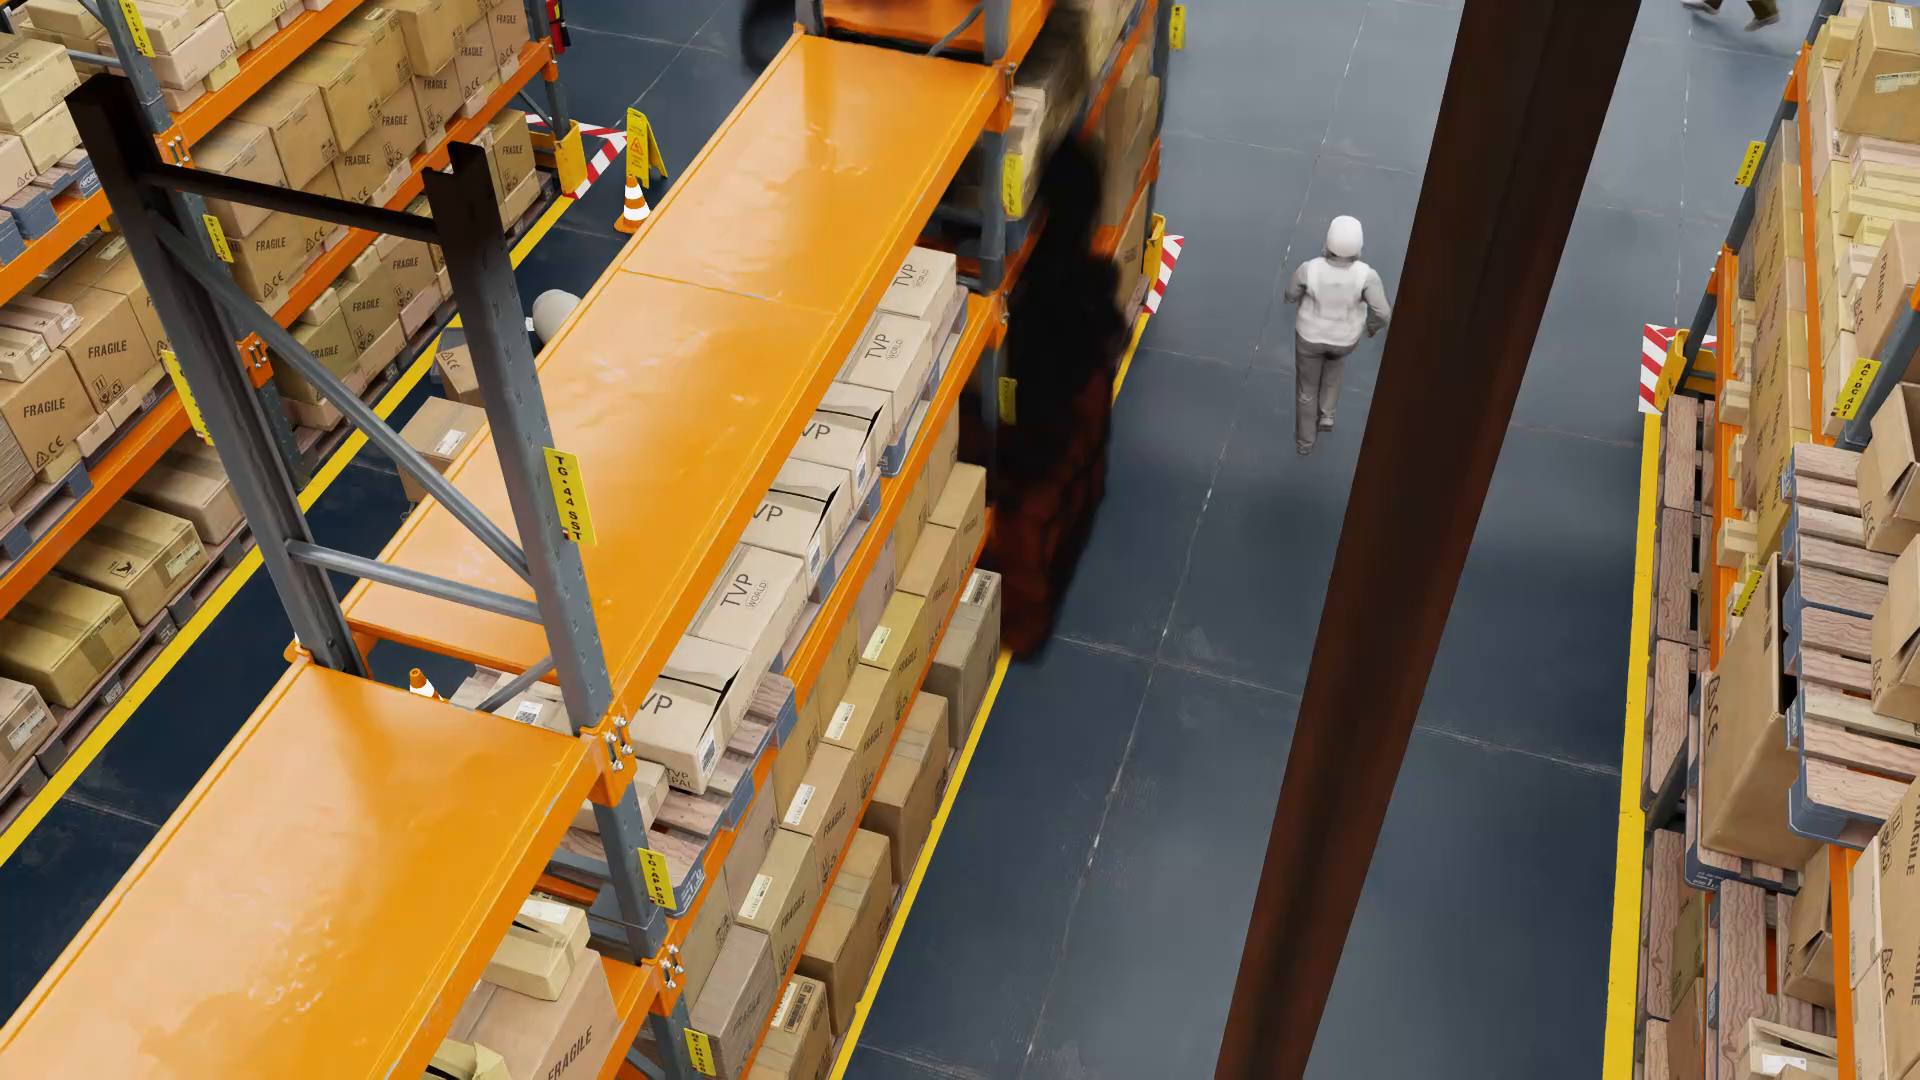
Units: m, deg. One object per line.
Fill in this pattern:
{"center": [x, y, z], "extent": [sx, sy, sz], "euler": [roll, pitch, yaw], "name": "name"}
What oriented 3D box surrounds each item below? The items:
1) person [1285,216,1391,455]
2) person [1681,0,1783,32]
{"center": [2.406, -1.372, 10.864], "extent": [0.639, 1.812, 0.667], "euler": [4, 46, 4], "name": "person"}
{"center": [7.355, -5.590, 15.318], "extent": [0.962, 1.768, 0.715], "euler": [30, 53, 26], "name": "person"}
